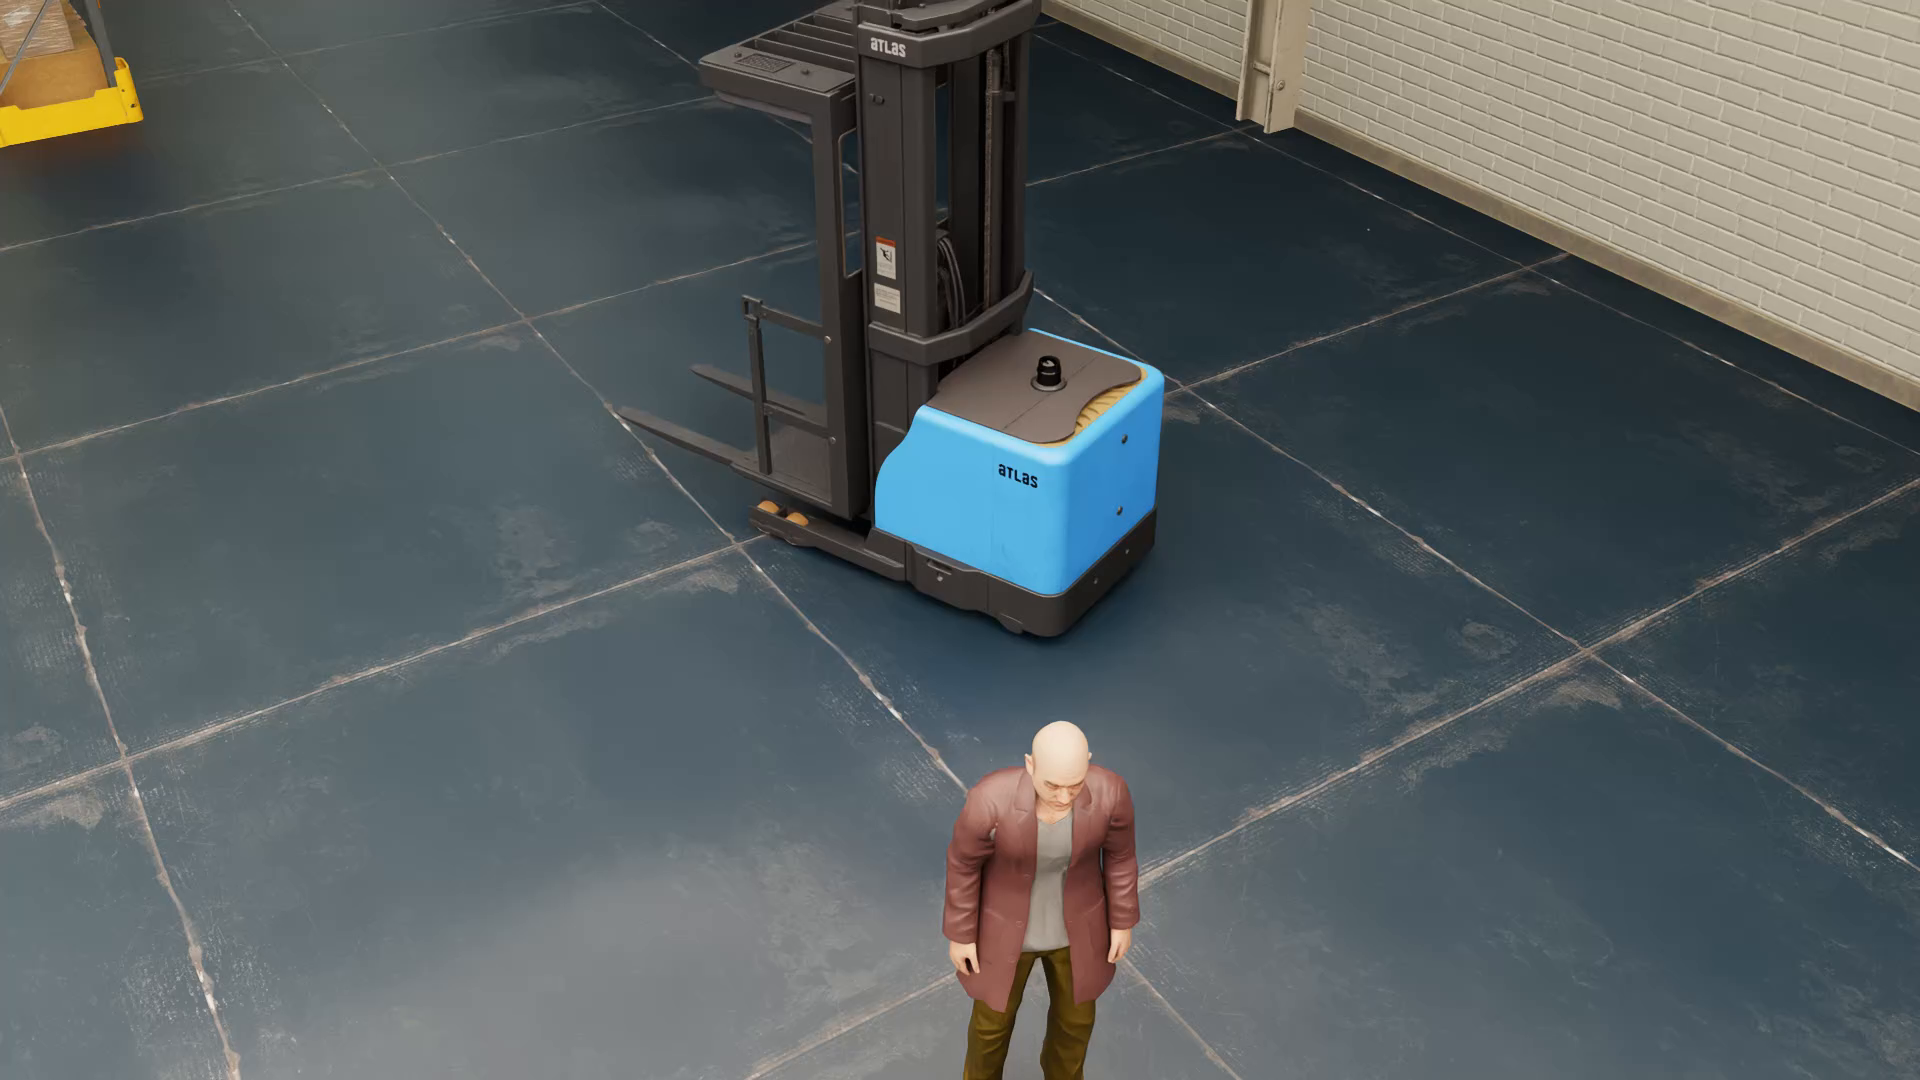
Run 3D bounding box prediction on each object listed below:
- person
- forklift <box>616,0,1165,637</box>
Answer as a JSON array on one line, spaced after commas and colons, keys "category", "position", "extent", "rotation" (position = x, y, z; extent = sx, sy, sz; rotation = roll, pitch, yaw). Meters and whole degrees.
[{"category": "person", "position": [0.264, 1.255, 5.369], "extent": [0.646, 1.772, 0.436], "rotation": [-3, 35, -5]}, {"category": "forklift", "position": [-0.500, -1.399, 8.138], "extent": [3.031, 2.935, 1.130], "rotation": [22, 41, 28]}]
